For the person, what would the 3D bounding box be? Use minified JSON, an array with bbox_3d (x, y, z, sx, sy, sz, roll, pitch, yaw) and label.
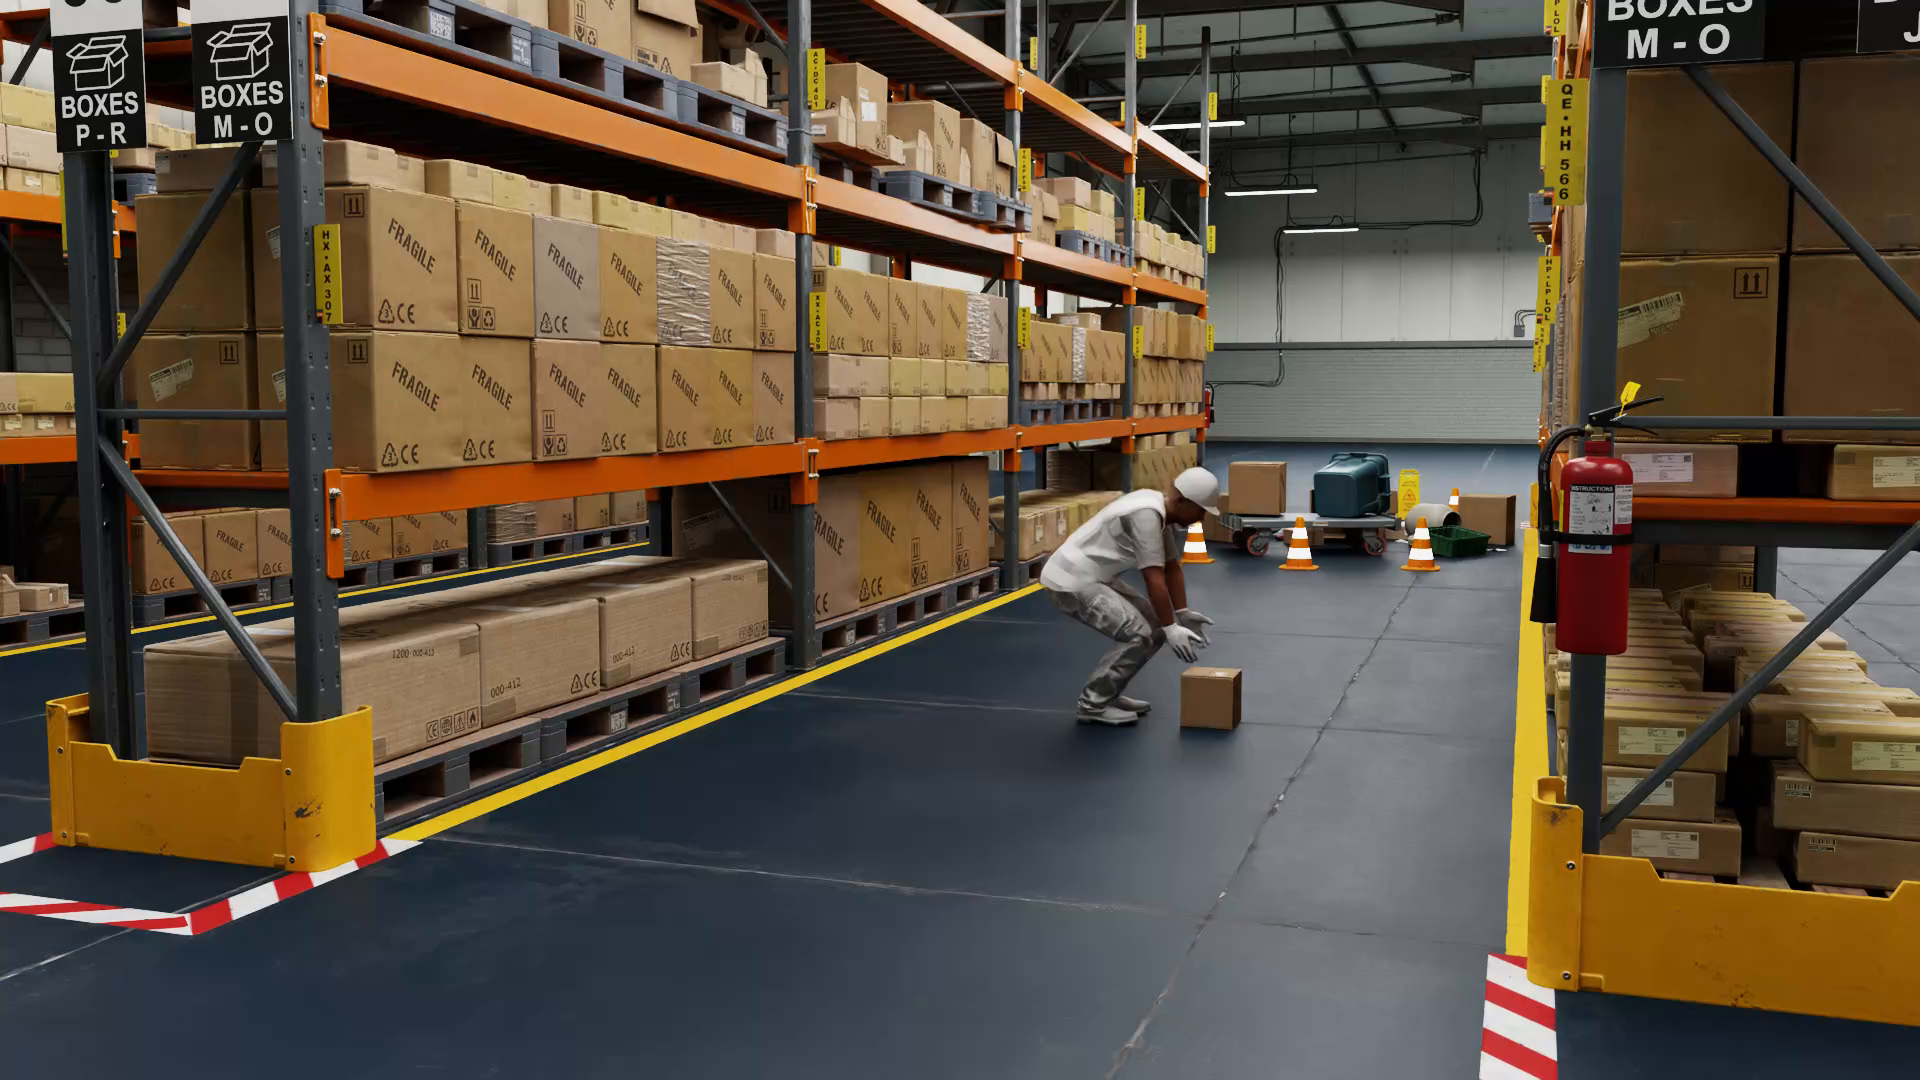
[{"bbox_3d":[0.831,0.257,8.084,0.845,1.227,0.603,2,5,19],"label":"person"}]
